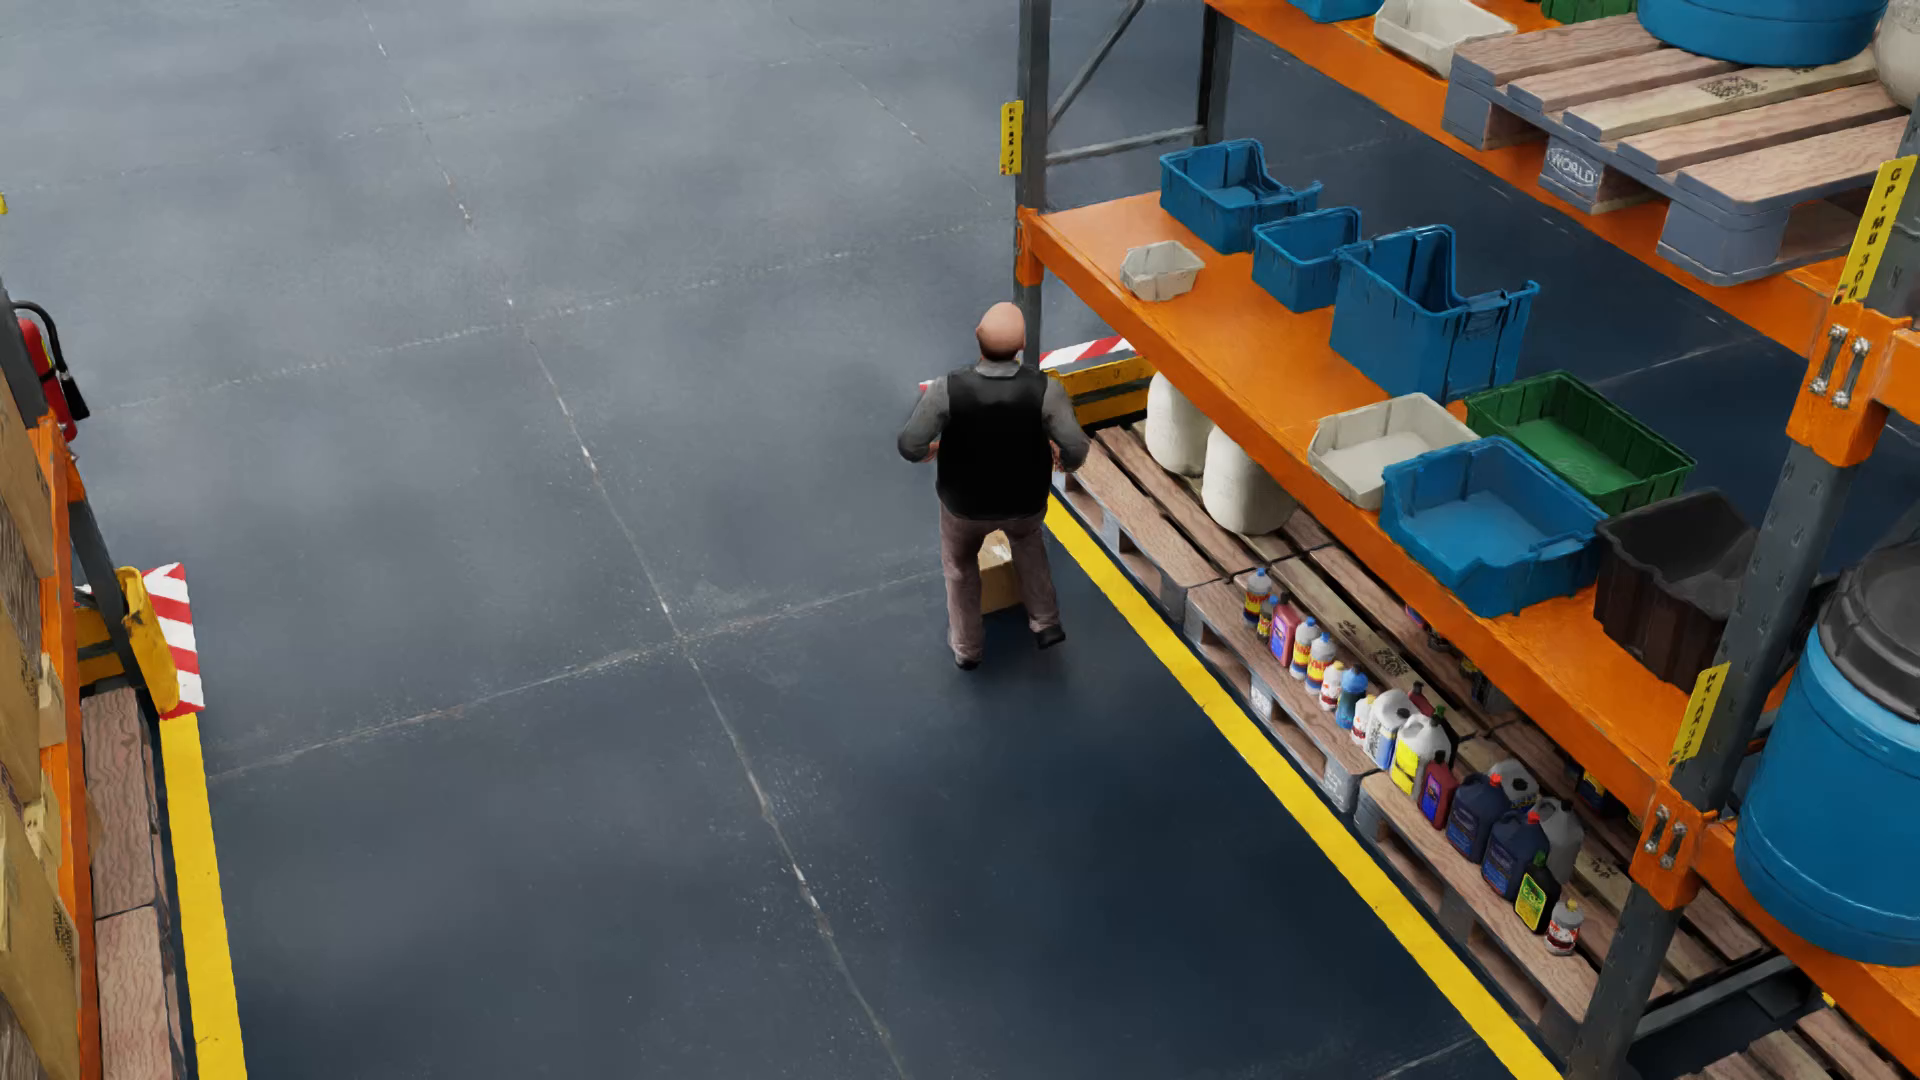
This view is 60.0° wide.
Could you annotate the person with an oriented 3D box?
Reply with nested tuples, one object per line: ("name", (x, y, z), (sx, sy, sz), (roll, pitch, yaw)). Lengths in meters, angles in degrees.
("person", (0.111, -0.201, 6.469), (0.710, 1.692, 0.489), (-5, 37, -6))
